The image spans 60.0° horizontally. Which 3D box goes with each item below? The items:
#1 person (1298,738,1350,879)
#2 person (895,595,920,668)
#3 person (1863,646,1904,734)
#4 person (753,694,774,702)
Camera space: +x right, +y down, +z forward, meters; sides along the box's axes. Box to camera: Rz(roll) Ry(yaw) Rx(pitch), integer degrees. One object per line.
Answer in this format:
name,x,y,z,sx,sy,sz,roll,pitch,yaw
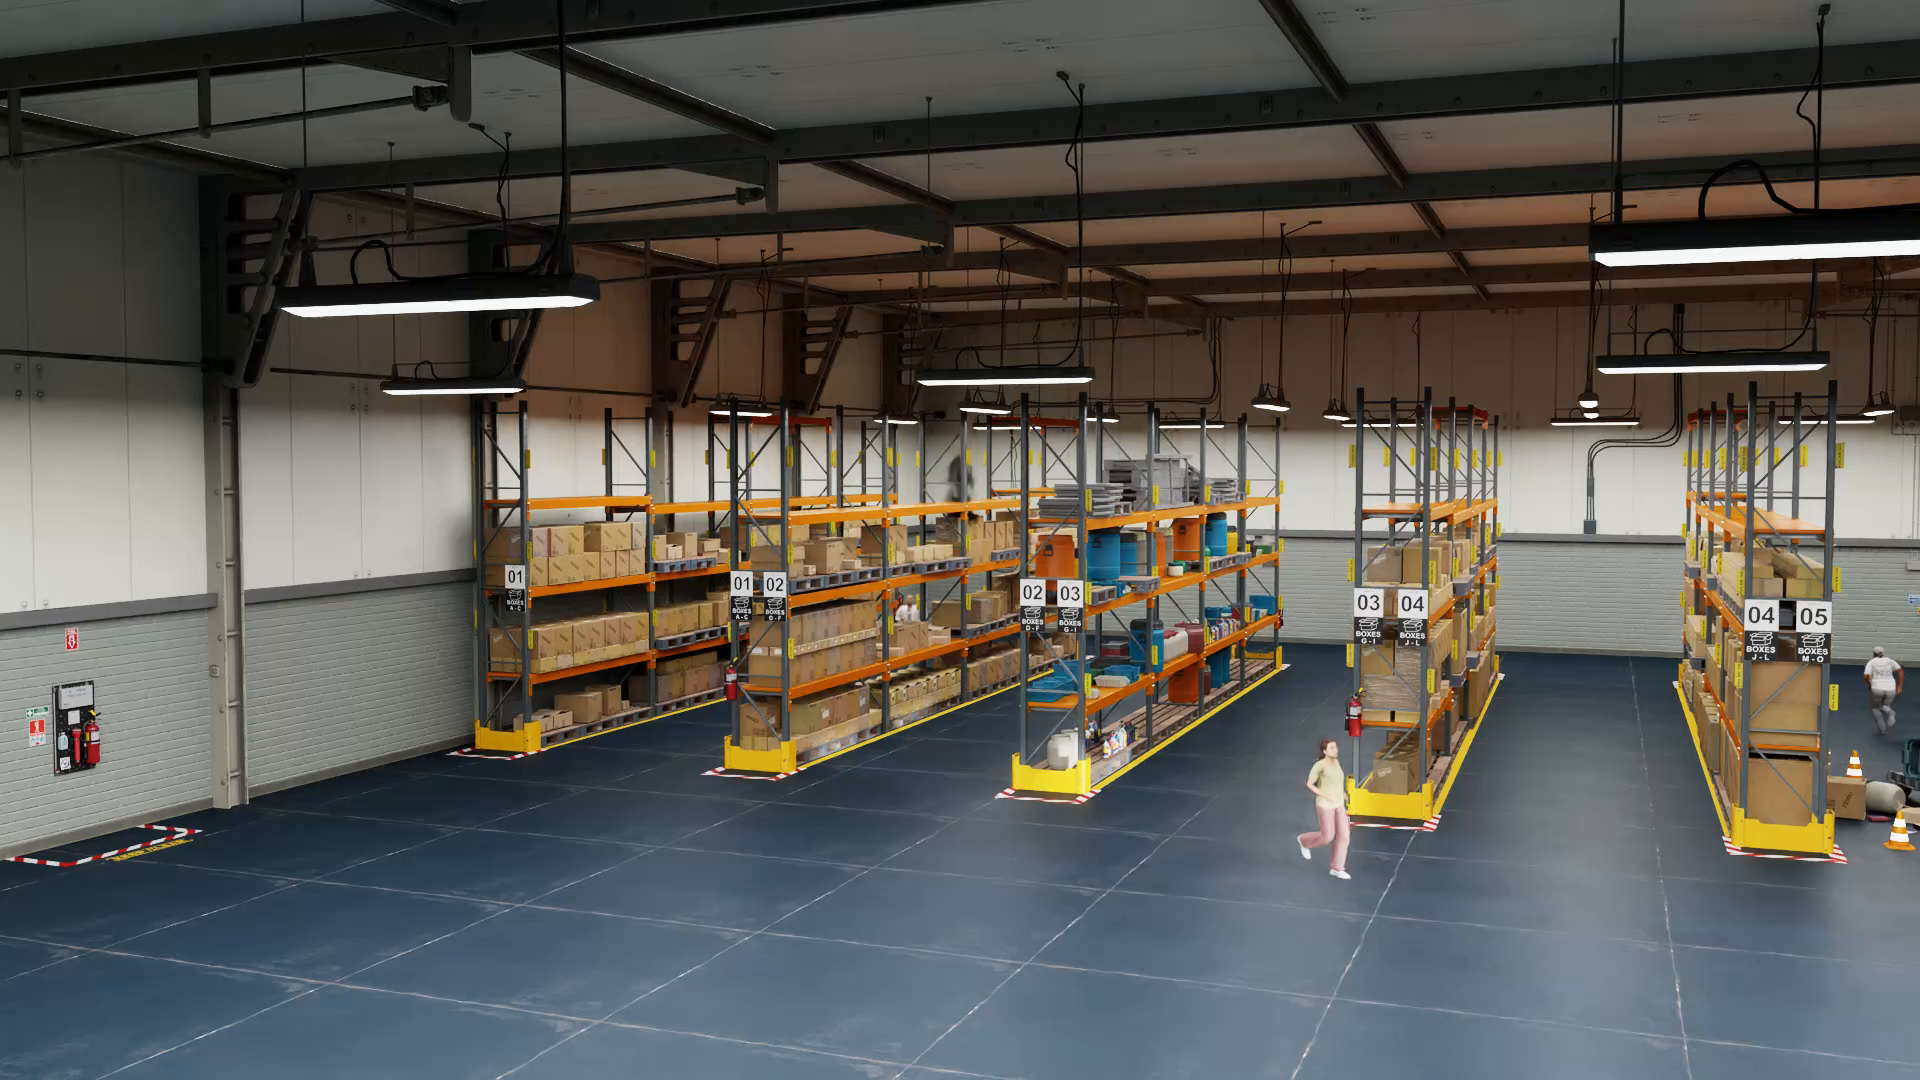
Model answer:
person,4.433,3.216,20.051,0.584,1.626,0.813,-2,3,-31
person,-1.193,2.174,39.217,0.710,1.771,1.034,0,3,10
person,16.772,2.751,30.236,0.643,1.615,0.651,0,3,7
person,-3.513,2.642,30.842,0.746,1.716,0.555,1,3,21
